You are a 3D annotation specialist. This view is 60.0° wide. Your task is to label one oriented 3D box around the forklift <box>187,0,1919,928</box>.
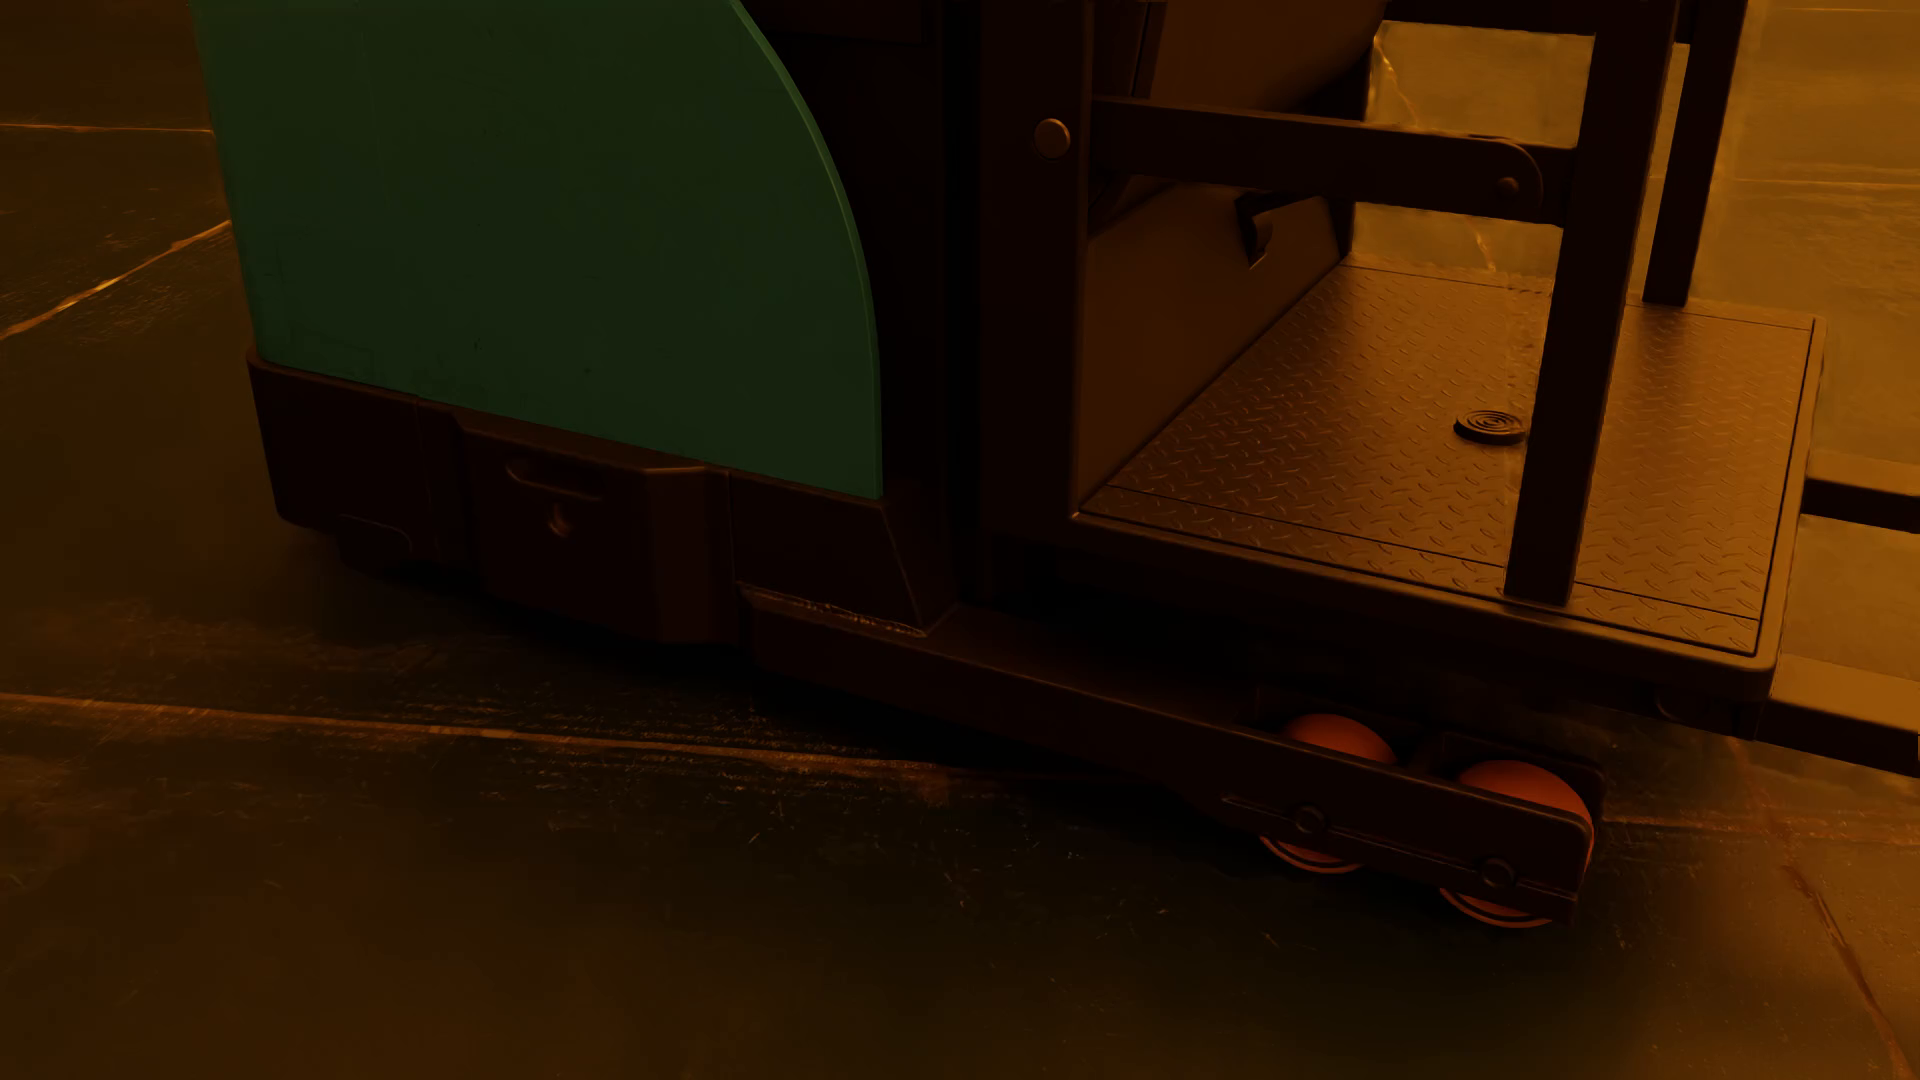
[{"bbox_3d":[0.542,-1.187,1.595,3.031,2.935,1.130,13,29,24],"label":"forklift"}]
